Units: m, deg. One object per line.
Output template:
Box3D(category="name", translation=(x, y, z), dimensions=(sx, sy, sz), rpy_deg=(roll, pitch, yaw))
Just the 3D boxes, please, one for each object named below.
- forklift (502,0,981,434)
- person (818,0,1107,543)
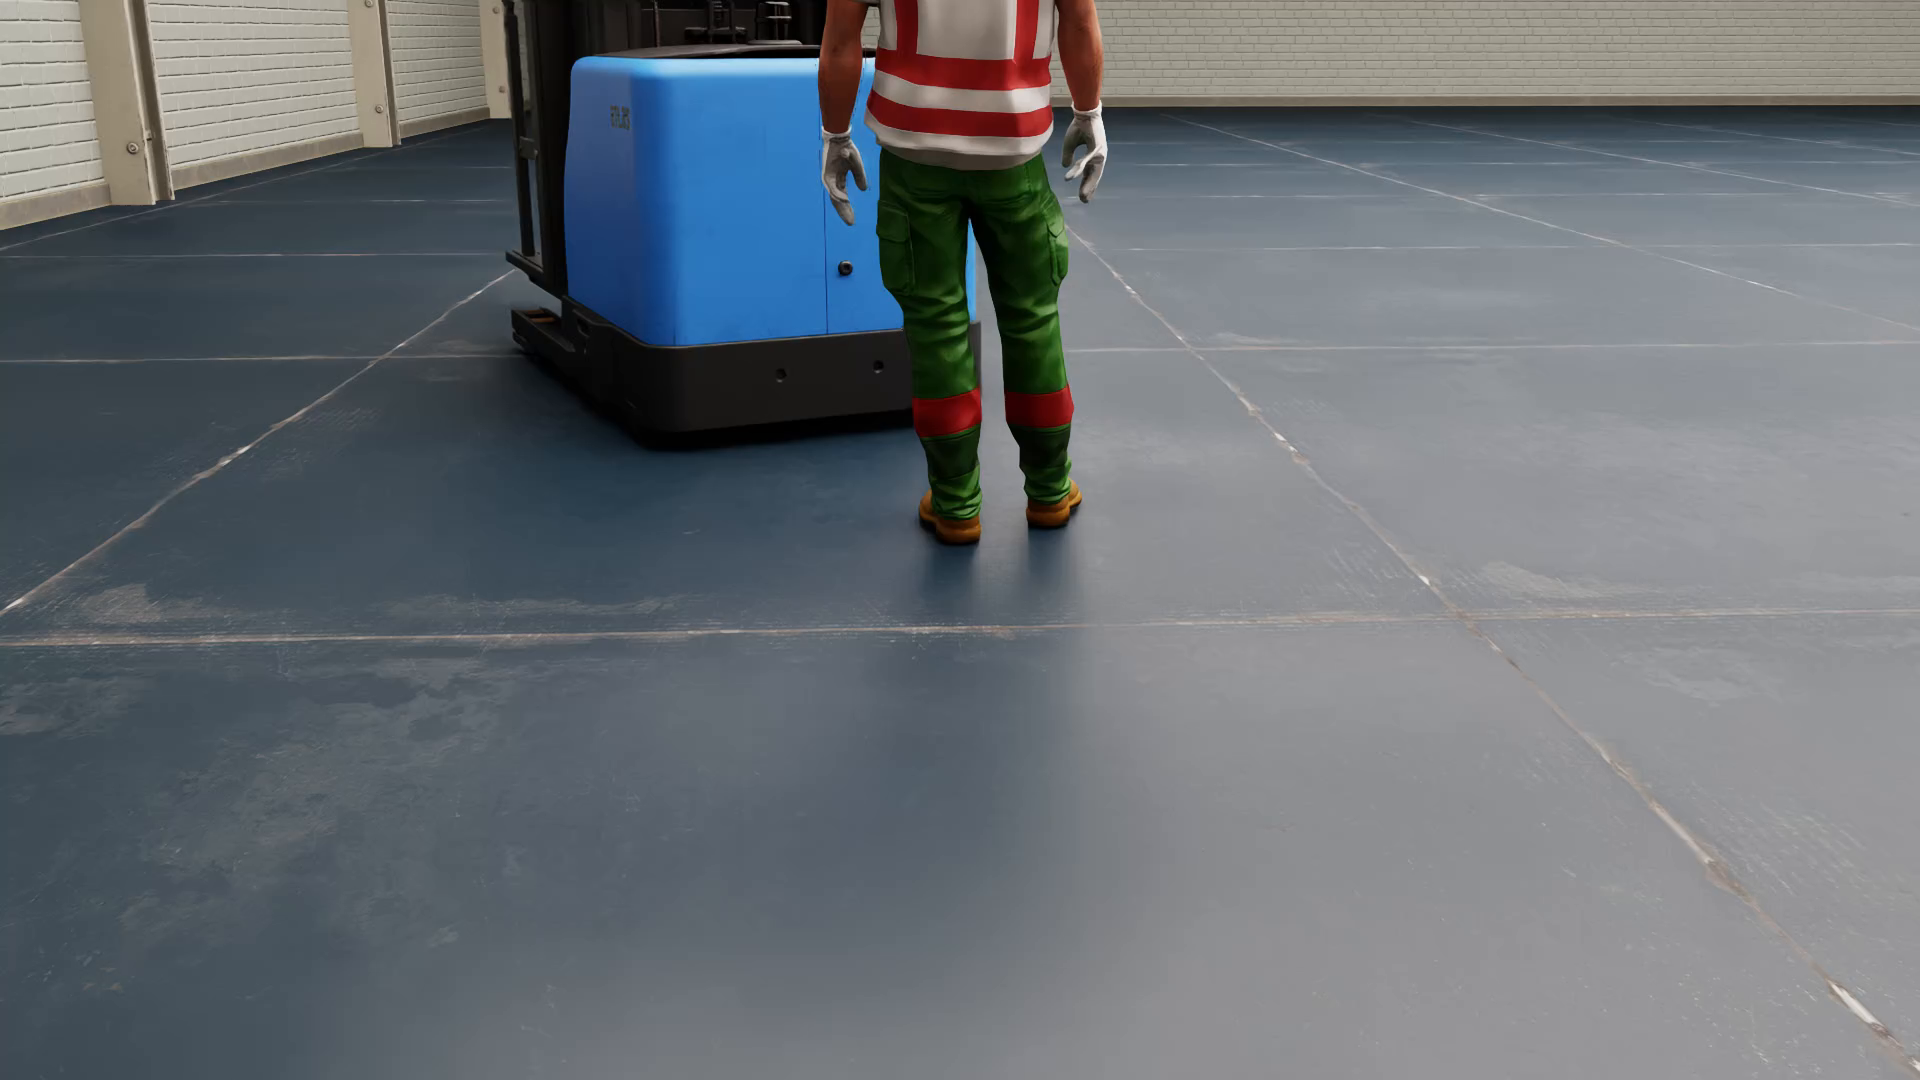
Box3D(category="forklift", translation=(-1.020, -2.091, 5.743), dimensions=(1.130, 2.935, 3.031), rpy_deg=(-8, 19, -24))
Box3D(category="person", translation=(0.007, -0.886, 3.731), dimensions=(0.638, 1.787, 0.564), rpy_deg=(-1, 17, -3))
